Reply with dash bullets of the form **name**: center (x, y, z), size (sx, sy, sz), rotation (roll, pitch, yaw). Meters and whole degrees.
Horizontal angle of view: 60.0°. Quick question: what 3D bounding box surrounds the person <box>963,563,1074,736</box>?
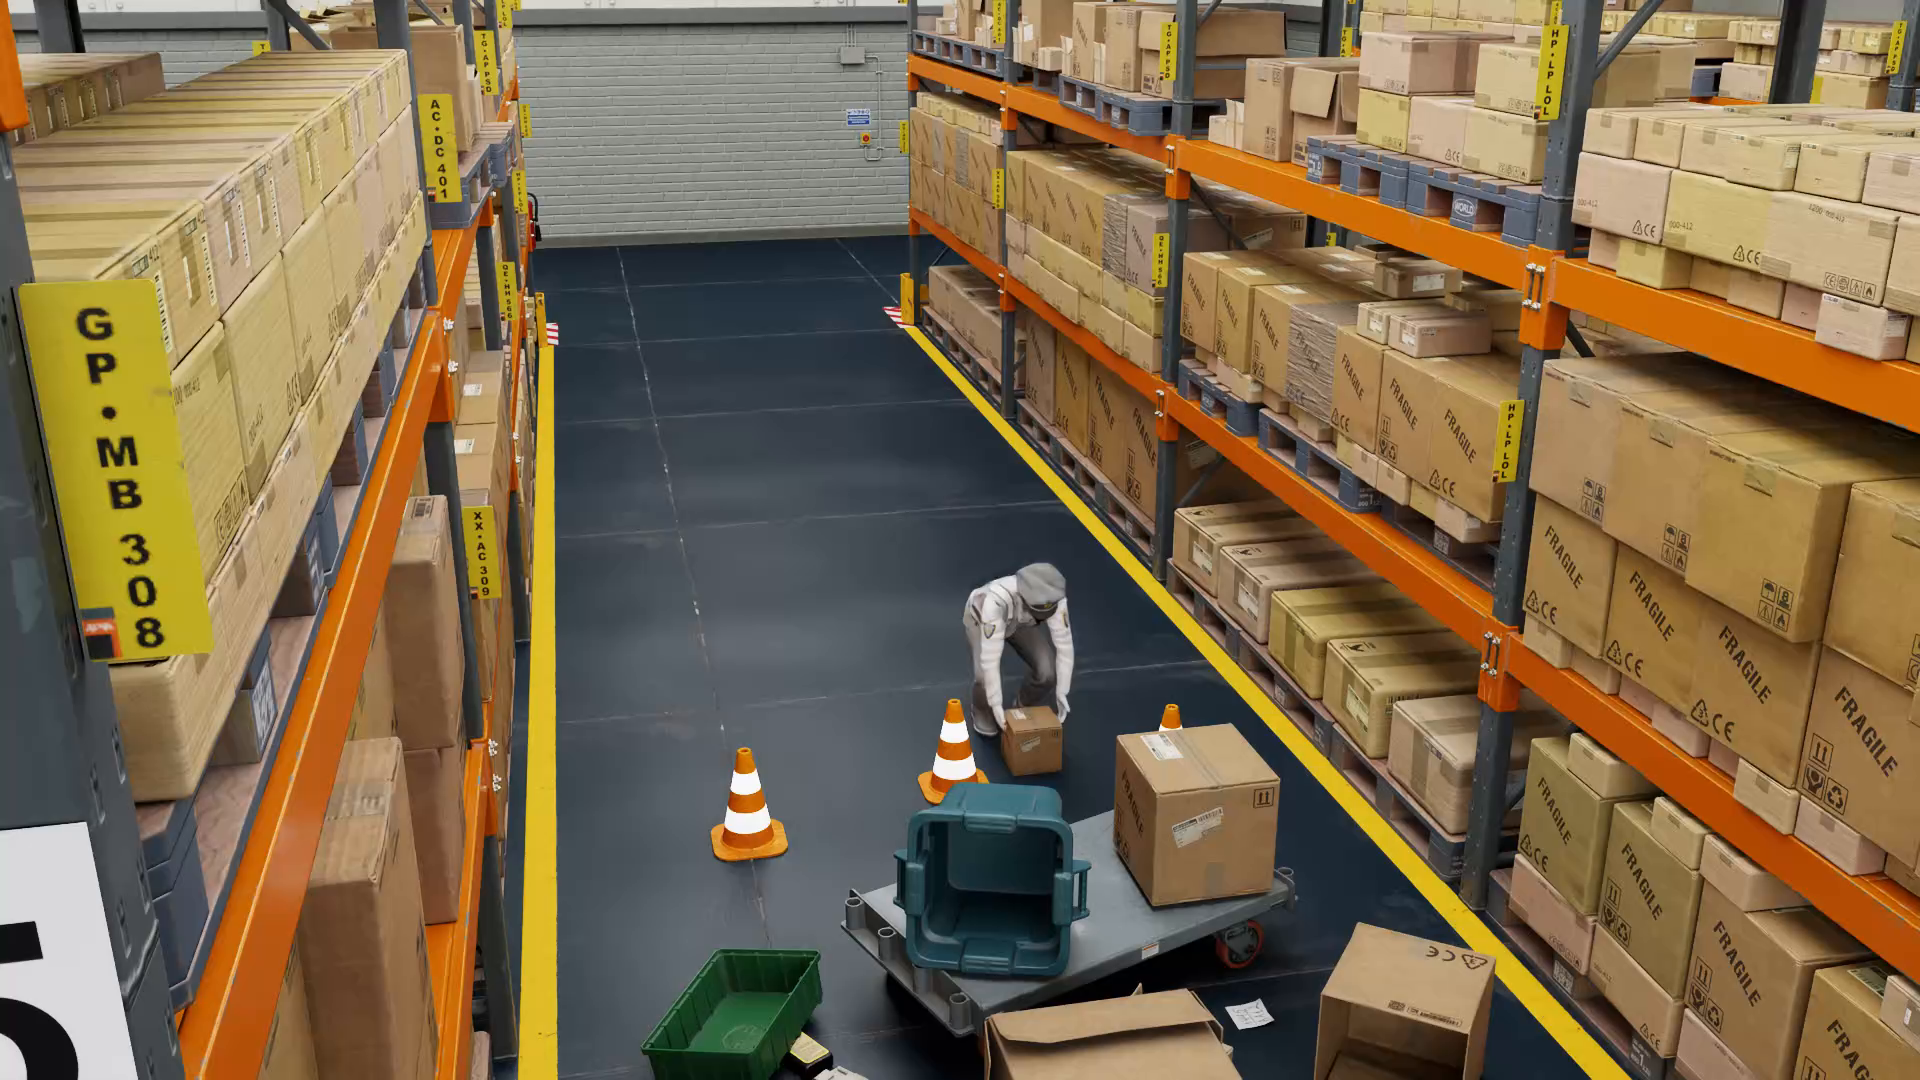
- **person**: center (0.304, 0.530, 8.543), size (0.500, 1.028, 0.837), rotation (-5, 20, -13)
